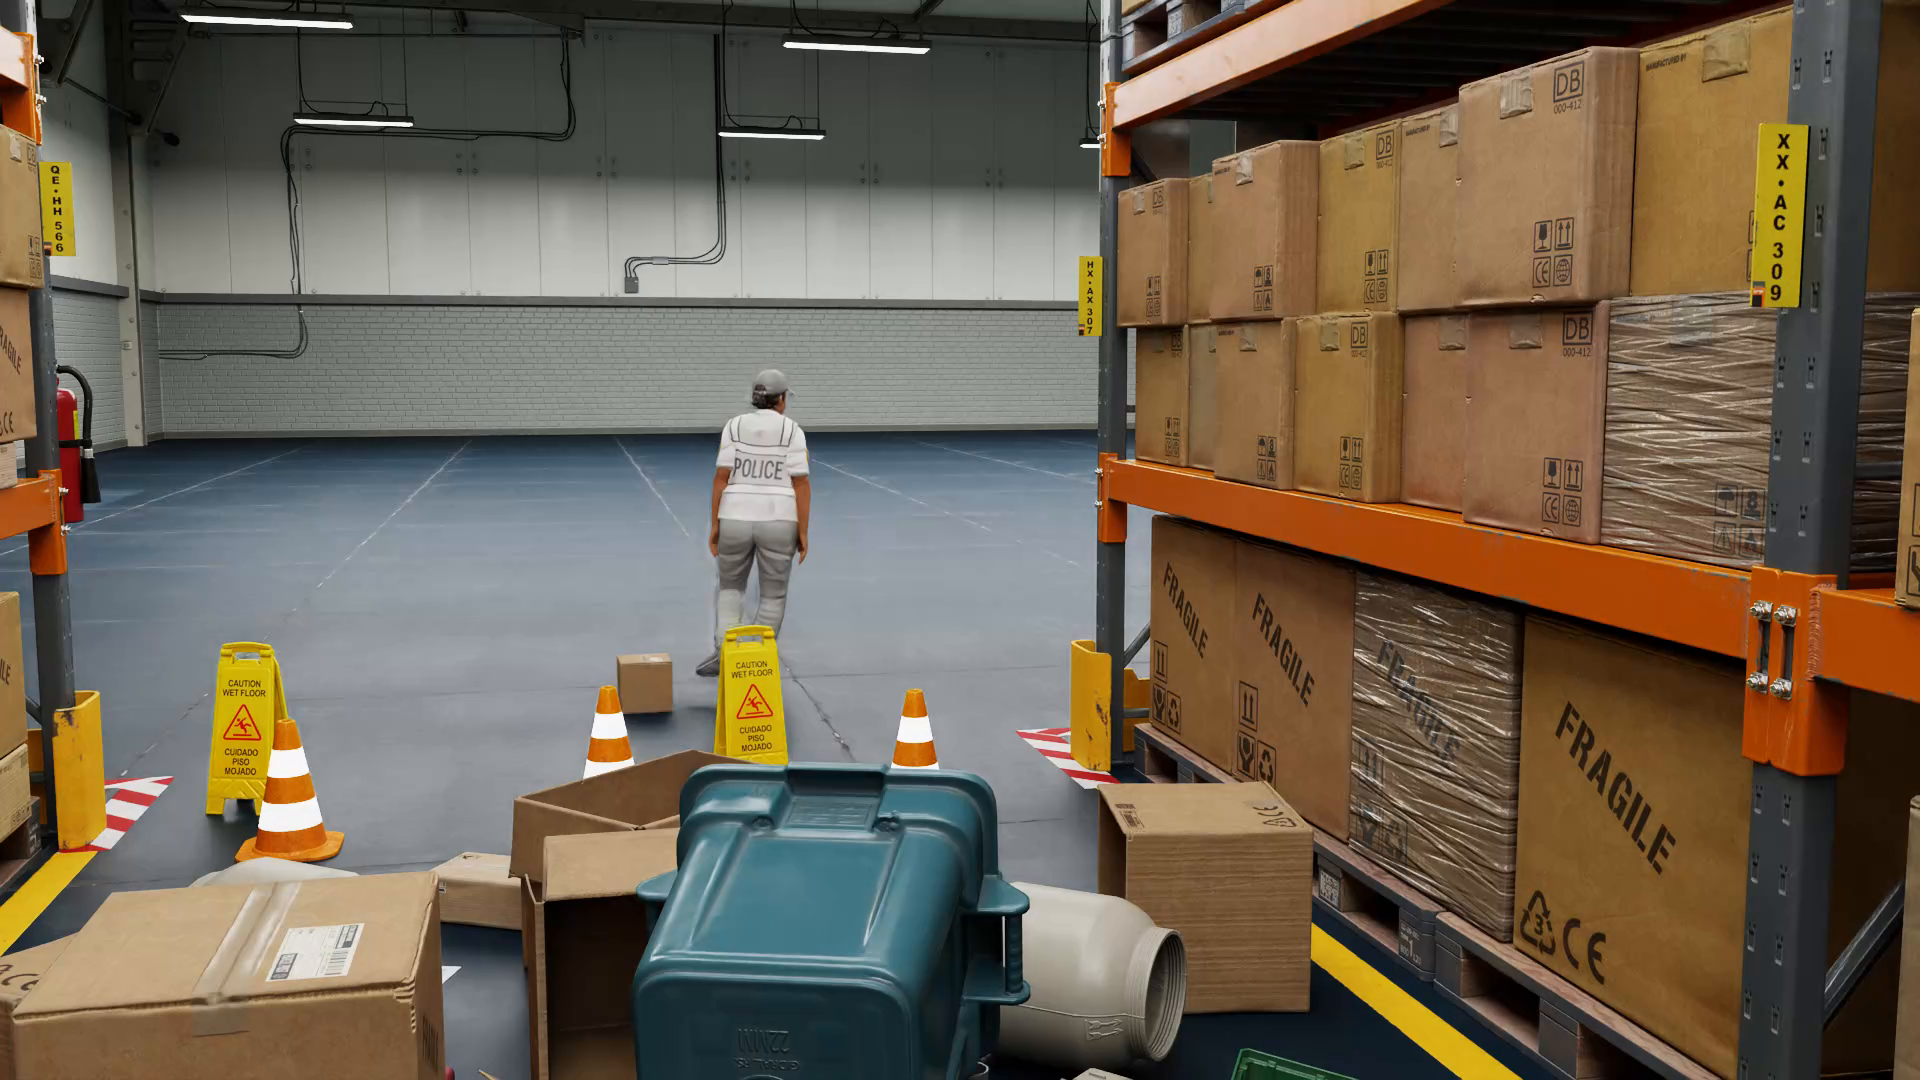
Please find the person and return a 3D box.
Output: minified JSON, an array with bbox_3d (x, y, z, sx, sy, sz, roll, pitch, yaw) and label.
[{"bbox_3d":[-1.051,-0.047,8.549,0.570,1.654,0.544,1,6,7],"label":"person"}]
